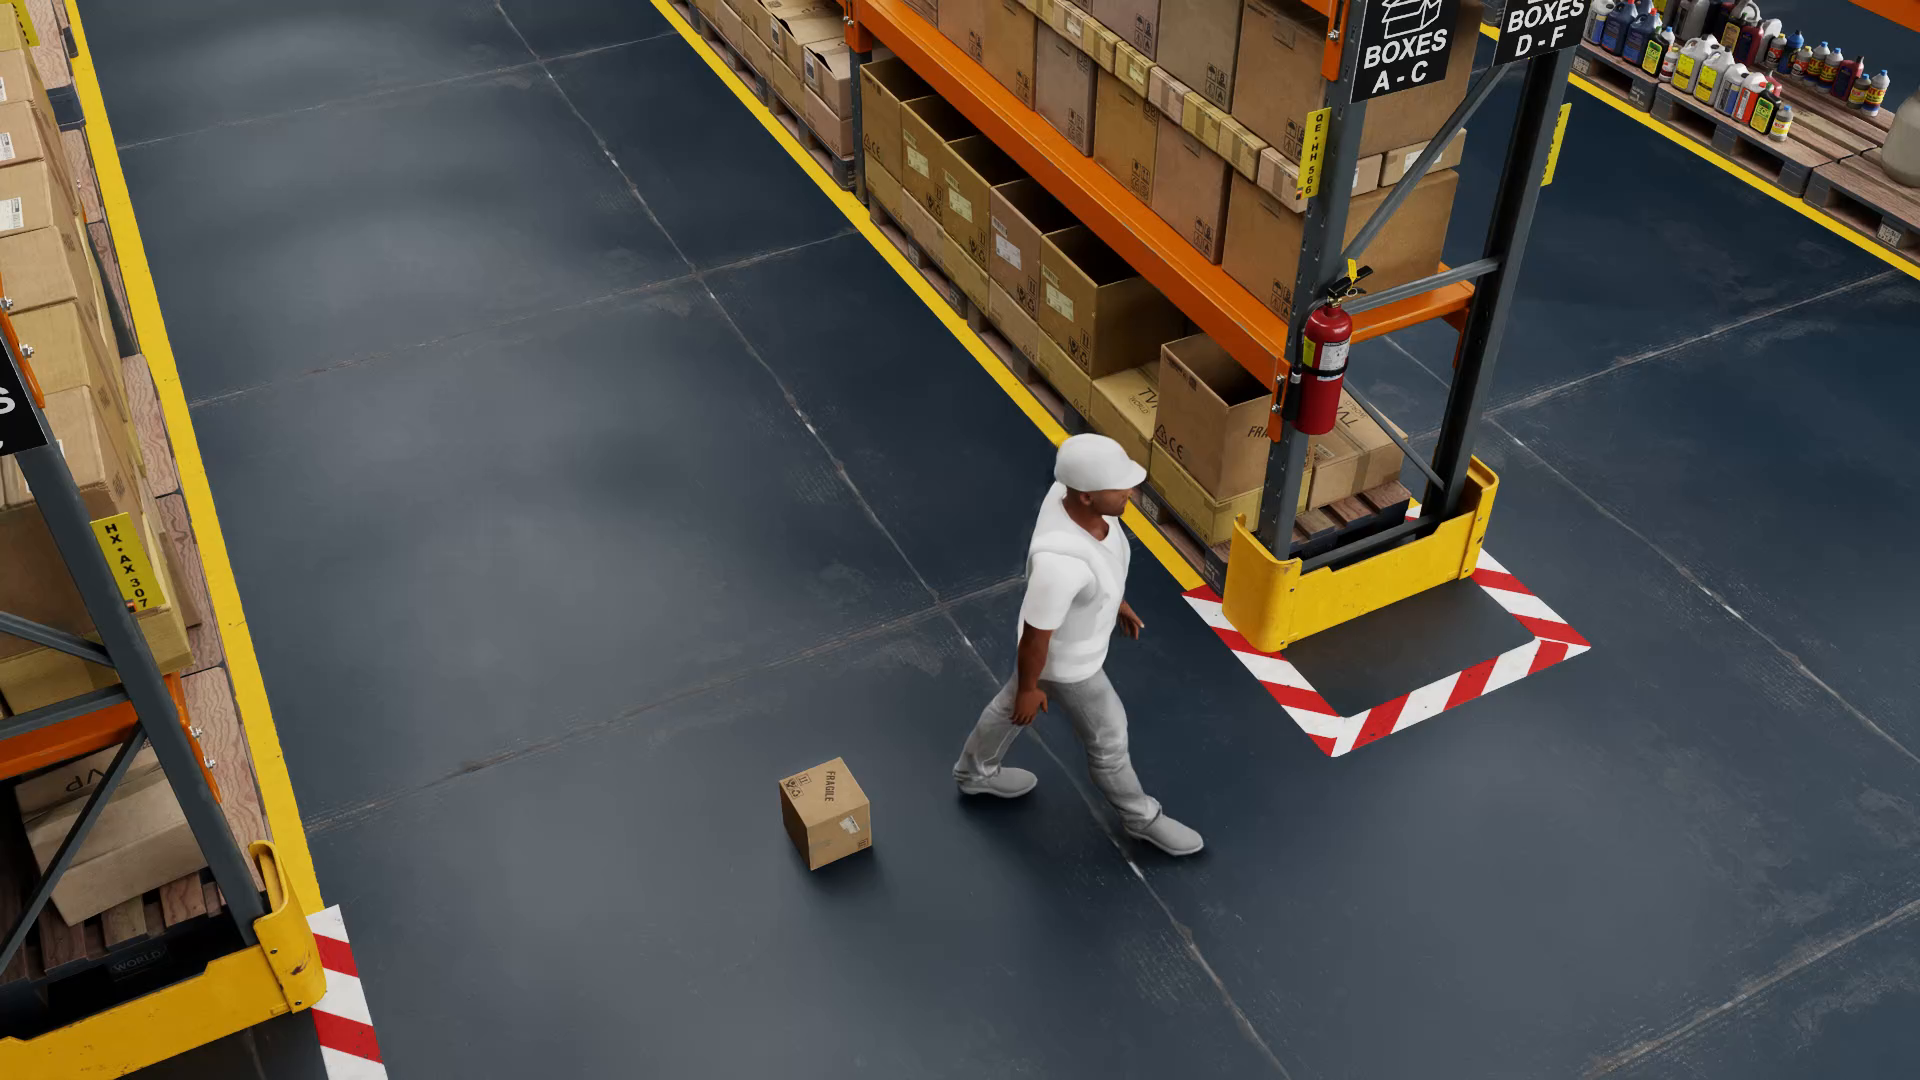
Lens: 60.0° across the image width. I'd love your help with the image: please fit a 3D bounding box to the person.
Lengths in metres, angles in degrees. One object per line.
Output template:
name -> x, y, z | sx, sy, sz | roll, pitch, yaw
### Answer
person -> 0.440, 0.340, 5.731 | 0.946, 1.714, 0.586 | 3, 41, 4
